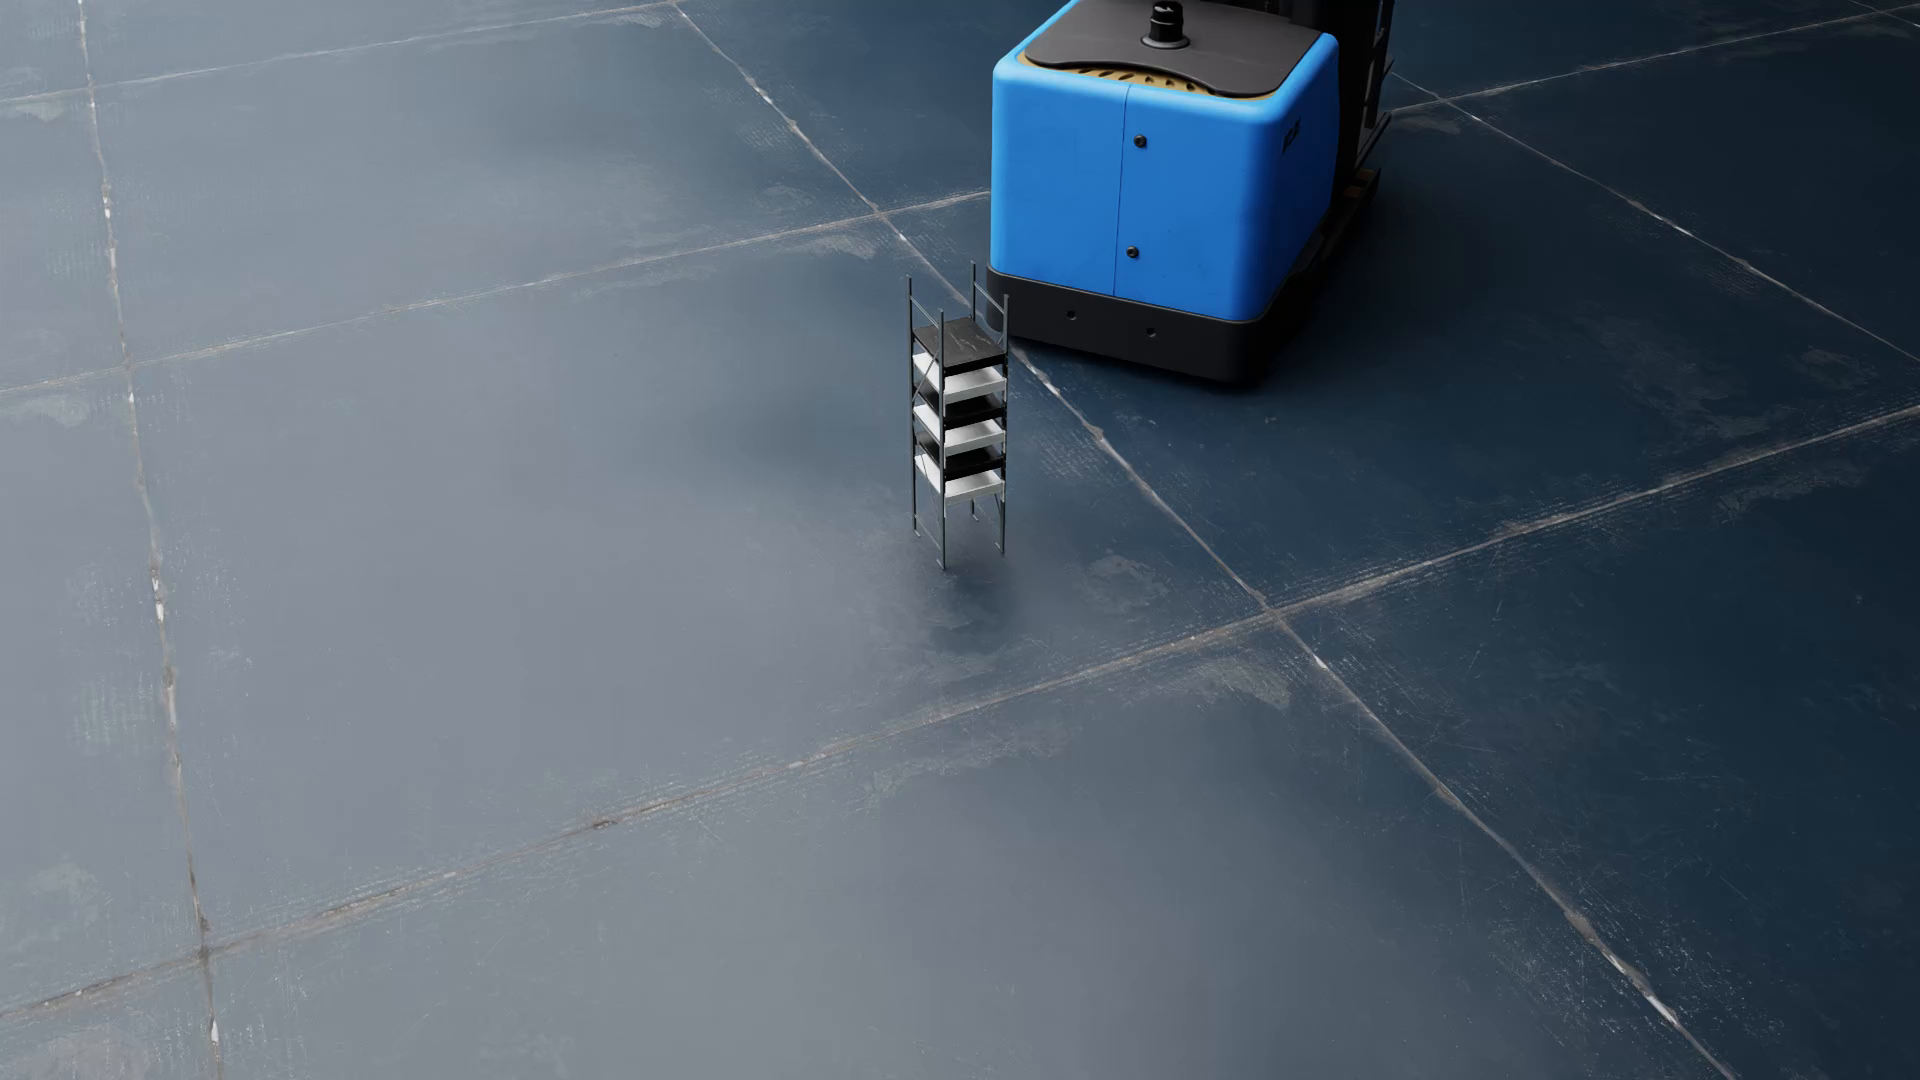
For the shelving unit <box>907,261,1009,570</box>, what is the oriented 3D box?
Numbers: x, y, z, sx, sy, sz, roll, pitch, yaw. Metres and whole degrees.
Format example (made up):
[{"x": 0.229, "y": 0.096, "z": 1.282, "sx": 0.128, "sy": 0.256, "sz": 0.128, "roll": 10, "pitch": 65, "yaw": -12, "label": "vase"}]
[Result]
[{"x": -0.007, "y": -0.359, "z": 4.979, "sx": 0.210, "sy": 0.900, "sz": 0.258, "roll": -16, "pitch": 39, "yaw": -20, "label": "shelving unit"}]

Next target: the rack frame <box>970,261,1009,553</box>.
[{"x": 0.085, "y": -0.385, "z": 5.014, "sx": 0.006, "sy": 0.900, "sz": 0.240, "roll": -16, "pitch": 39, "yaw": -20, "label": "rack frame"}]

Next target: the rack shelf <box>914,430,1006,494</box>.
[{"x": -0.007, "y": -0.260, "z": 5.053, "sx": 0.200, "sy": 0.077, "sz": 0.258, "roll": -16, "pitch": 39, "yaw": -20, "label": "rack shelf"}]

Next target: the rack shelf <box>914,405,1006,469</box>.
[{"x": -0.007, "y": -0.333, "z": 4.999, "sx": 0.200, "sy": 0.077, "sz": 0.258, "roll": -16, "pitch": 39, "yaw": -20, "label": "rack shelf"}]

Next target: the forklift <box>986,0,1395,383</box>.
[{"x": 1.164, "y": -2.605, "z": 6.301, "sx": 1.130, "sy": 2.935, "sz": 3.031, "roll": 15, "pitch": 39, "yaw": 19, "label": "forklift"}]

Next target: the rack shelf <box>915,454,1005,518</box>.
[{"x": -0.007, "y": -0.188, "z": 5.106, "sx": 0.200, "sy": 0.077, "sz": 0.258, "roll": -16, "pitch": 39, "yaw": -20, "label": "rack shelf"}]

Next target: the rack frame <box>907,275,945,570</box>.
[{"x": -0.099, "y": -0.334, "z": 4.944, "sx": 0.006, "sy": 0.900, "sz": 0.240, "roll": -16, "pitch": 39, "yaw": -20, "label": "rack frame"}]

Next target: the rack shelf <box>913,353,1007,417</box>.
[{"x": -0.007, "y": -0.477, "z": 4.892, "sx": 0.200, "sy": 0.077, "sz": 0.258, "roll": -16, "pitch": 39, "yaw": -20, "label": "rack shelf"}]

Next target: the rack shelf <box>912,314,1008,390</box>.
[{"x": -0.007, "y": -0.549, "z": 4.838, "sx": 0.200, "sy": 0.077, "sz": 0.258, "roll": -16, "pitch": 39, "yaw": -20, "label": "rack shelf"}]

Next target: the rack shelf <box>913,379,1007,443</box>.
[{"x": -0.007, "y": -0.405, "z": 4.945, "sx": 0.200, "sy": 0.077, "sz": 0.258, "roll": -16, "pitch": 39, "yaw": -20, "label": "rack shelf"}]
